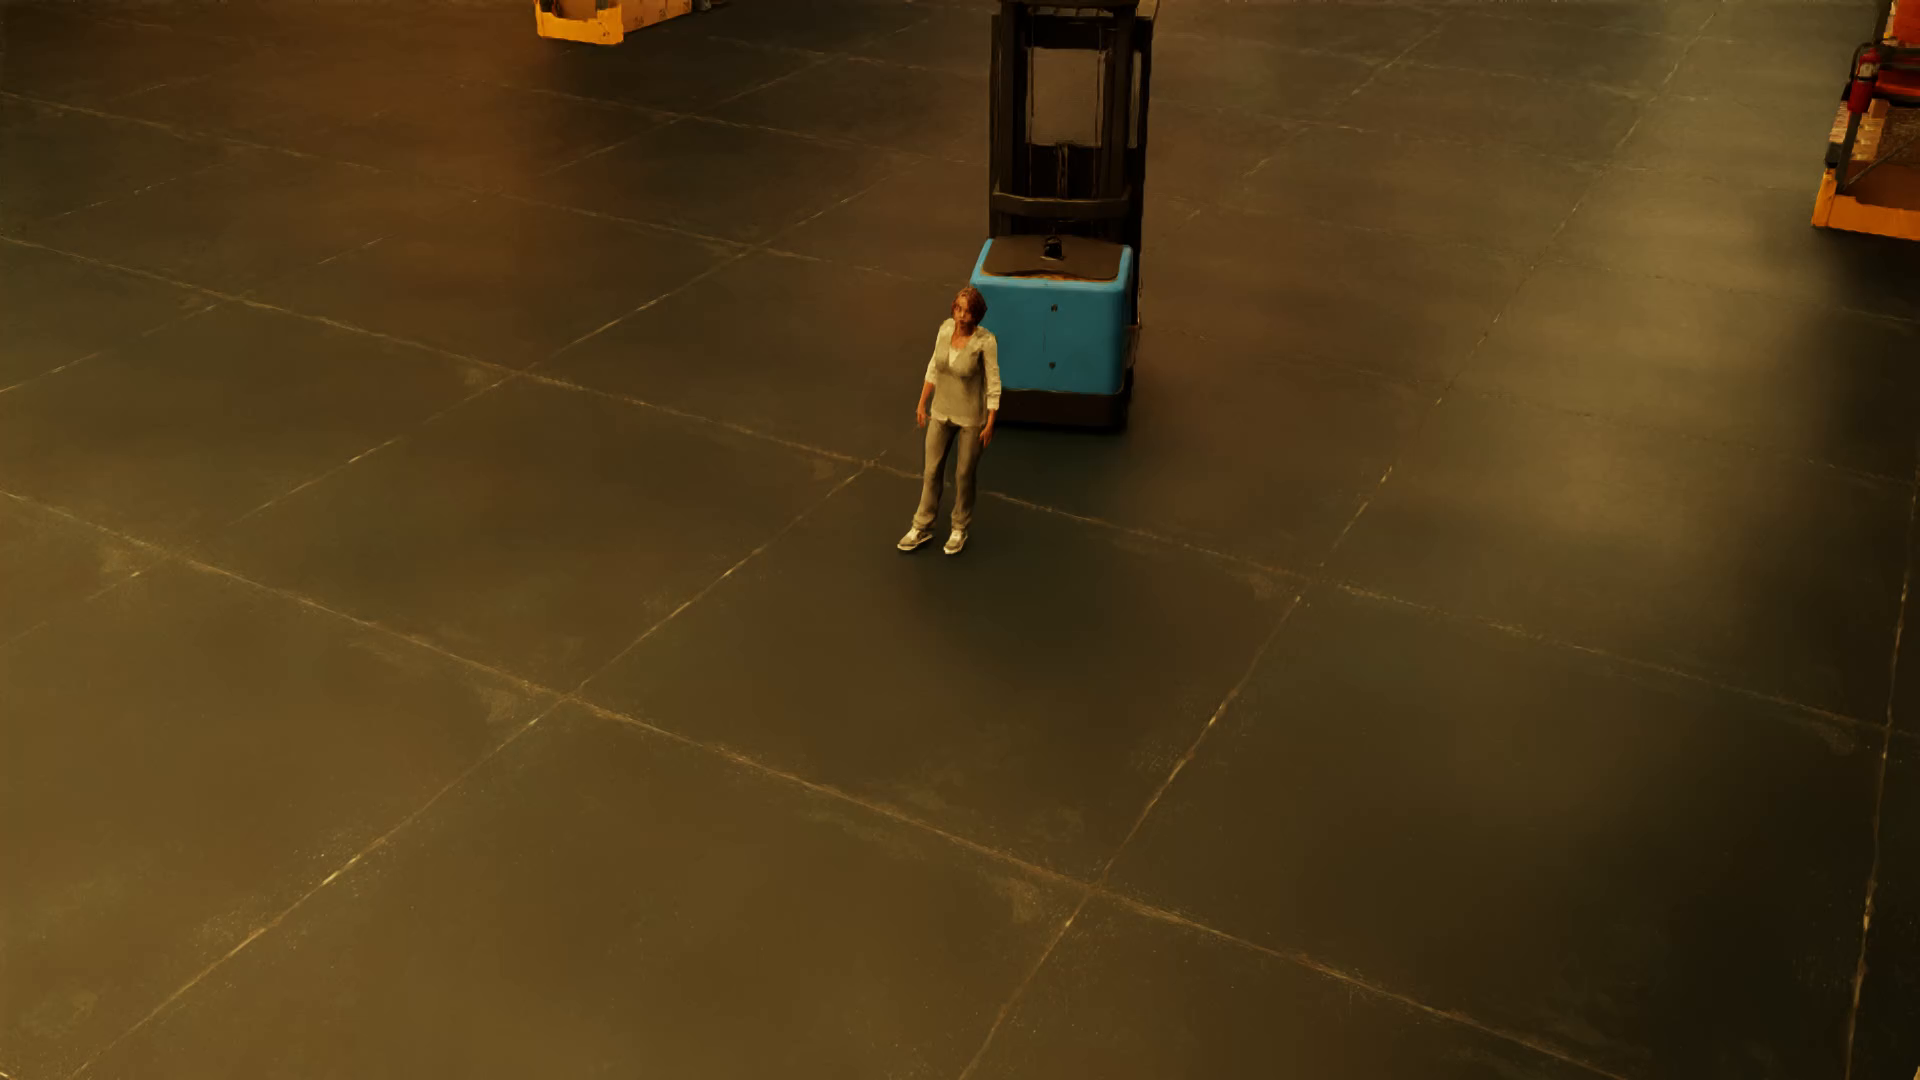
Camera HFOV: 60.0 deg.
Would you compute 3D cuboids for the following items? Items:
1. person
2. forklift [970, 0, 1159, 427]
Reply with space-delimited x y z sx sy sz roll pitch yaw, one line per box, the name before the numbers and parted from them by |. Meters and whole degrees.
person | -0.048 -0.669 9.550 0.521 1.597 0.474 15 33 25
forklift | 0.788 -2.746 11.828 1.130 2.935 3.031 4 30 8
